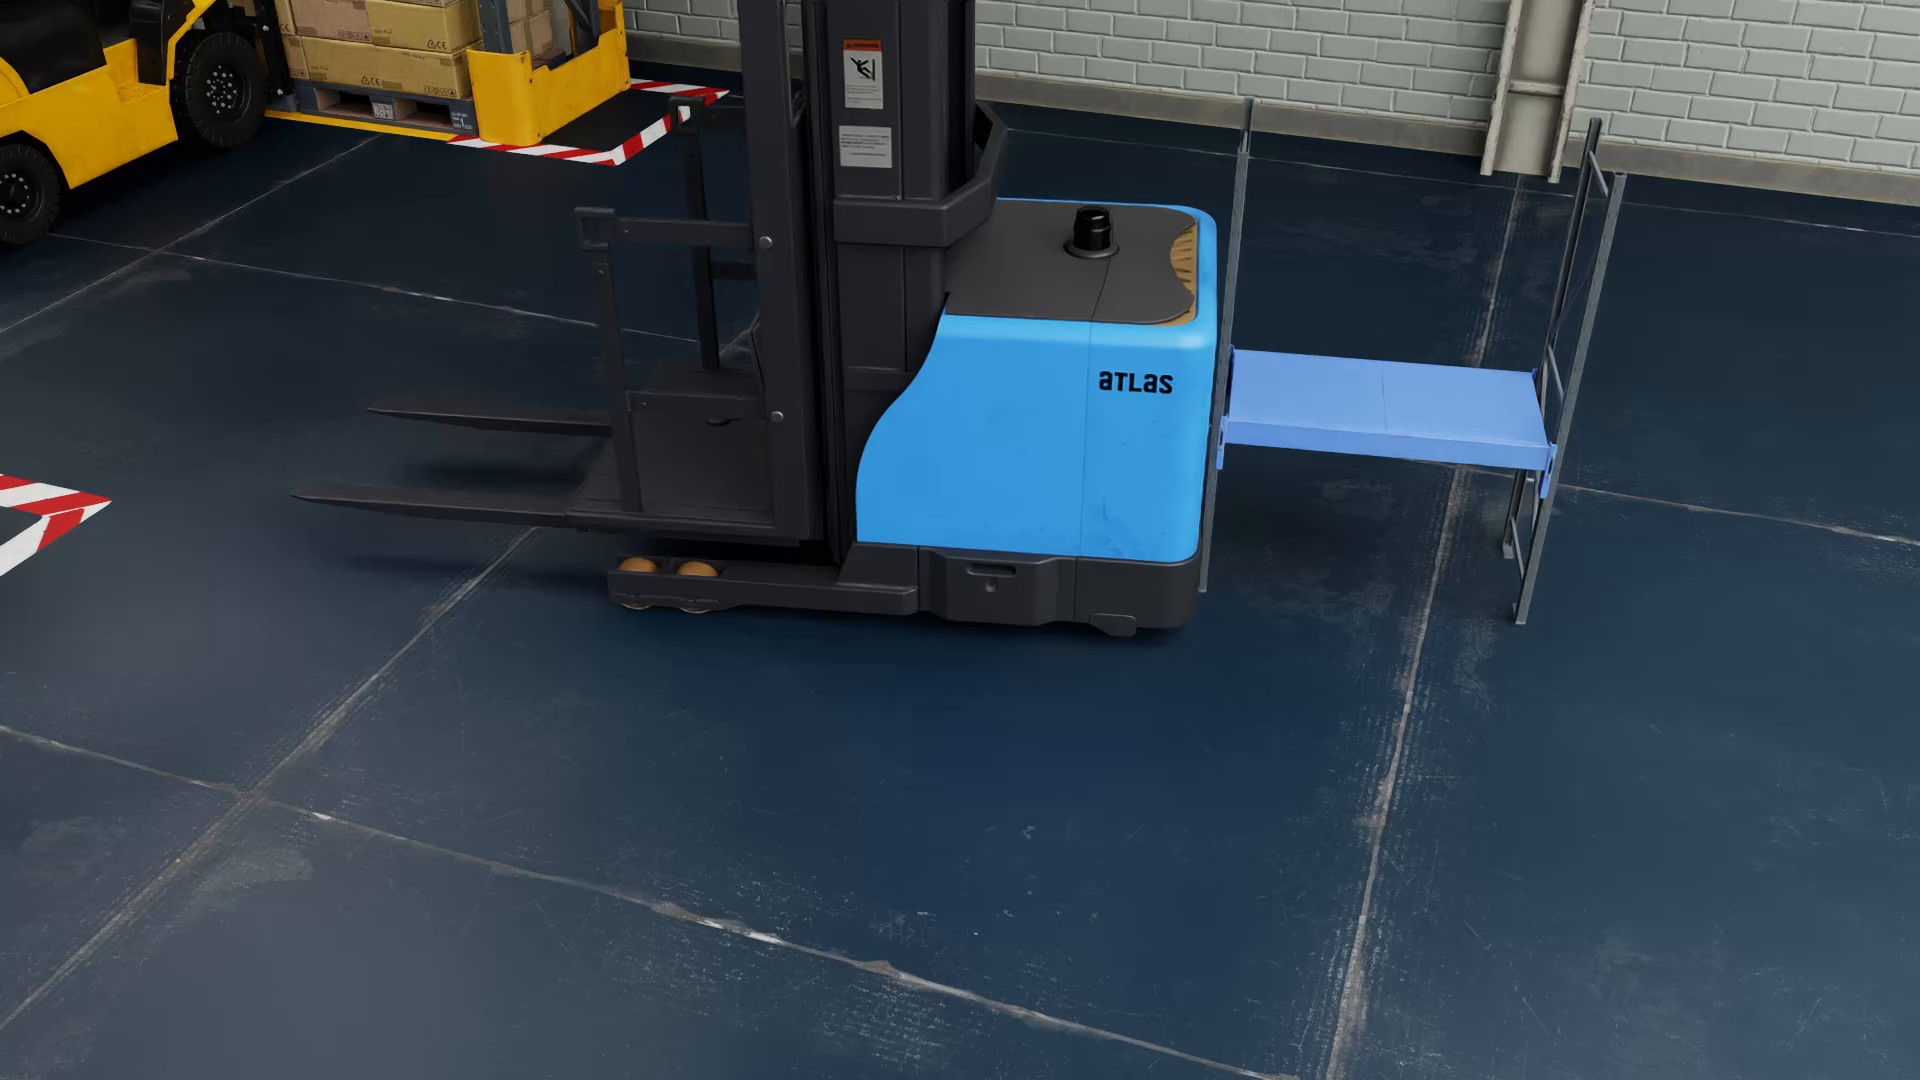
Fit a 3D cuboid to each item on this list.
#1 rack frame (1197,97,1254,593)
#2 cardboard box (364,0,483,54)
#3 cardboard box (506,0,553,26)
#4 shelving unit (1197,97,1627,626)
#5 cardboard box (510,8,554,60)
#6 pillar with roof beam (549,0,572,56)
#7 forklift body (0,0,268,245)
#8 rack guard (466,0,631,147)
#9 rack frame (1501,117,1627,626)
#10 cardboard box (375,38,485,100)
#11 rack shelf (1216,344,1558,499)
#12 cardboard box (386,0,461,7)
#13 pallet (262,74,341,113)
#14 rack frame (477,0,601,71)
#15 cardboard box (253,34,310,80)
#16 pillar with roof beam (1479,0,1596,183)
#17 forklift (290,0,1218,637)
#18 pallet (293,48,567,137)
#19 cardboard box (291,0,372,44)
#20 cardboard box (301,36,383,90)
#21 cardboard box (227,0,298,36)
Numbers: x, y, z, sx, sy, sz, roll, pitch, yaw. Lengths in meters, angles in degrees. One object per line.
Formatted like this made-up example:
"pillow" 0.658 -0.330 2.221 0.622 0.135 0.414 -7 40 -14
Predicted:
"rack frame" 0.839 -0.589 5.280 0.032 1.500 0.500 6 33 9
"cardboard box" -2.896 -2.893 9.152 0.500 0.250 0.500 11 34 16
"cardboard box" -2.705 -3.155 9.558 0.500 0.250 0.500 12 35 17
"shelving unit" 1.339 -0.540 5.204 1.048 1.500 0.538 6 33 9
"cardboard box" -2.729 -2.943 9.690 0.500 0.250 0.500 11 34 17
"pillar with roof beam" -4.137 -4.642 4.643 0.400 9.000 9.100 11 34 16
"forklift body" -4.733 -2.791 8.089 1.214 2.155 2.313 11 34 16
"rack guard" -2.310 -2.677 9.436 0.348 0.500 1.175 11 34 16
"rack frame" 1.839 -0.491 5.127 0.032 1.500 0.500 6 33 9
"cardboard box" -2.882 -2.678 9.280 0.500 0.250 0.500 11 35 17
"rack shelf" 1.339 -0.389 5.301 1.000 0.185 0.538 6 33 9
"cardboard box" -2.871 -3.098 9.009 0.500 0.250 0.500 12 35 18
"pallet" -4.211 -2.903 10.052 1.213 0.211 1.003 11 34 16
"rack frame" -2.333 -3.732 8.765 0.127 3.000 1.000 11 34 16
"cardboard box" -3.815 -2.870 9.577 0.500 0.250 0.500 11 35 17
"pillar with roof beam" 1.512 -3.544 2.942 0.400 9.000 9.100 11 34 16
"forklift" -0.705 -1.272 5.018 3.031 2.935 1.130 4 33 6
"pallet" -3.067 -2.679 9.705 1.213 0.211 1.003 11 34 16
"cardboard box" -3.365 -2.990 9.302 0.500 0.250 0.500 11 34 16
"cardboard box" -3.347 -2.774 9.428 0.500 0.250 0.500 11 34 16
"cardboard box" -3.858 -3.074 9.432 0.500 0.250 0.500 10 34 15
